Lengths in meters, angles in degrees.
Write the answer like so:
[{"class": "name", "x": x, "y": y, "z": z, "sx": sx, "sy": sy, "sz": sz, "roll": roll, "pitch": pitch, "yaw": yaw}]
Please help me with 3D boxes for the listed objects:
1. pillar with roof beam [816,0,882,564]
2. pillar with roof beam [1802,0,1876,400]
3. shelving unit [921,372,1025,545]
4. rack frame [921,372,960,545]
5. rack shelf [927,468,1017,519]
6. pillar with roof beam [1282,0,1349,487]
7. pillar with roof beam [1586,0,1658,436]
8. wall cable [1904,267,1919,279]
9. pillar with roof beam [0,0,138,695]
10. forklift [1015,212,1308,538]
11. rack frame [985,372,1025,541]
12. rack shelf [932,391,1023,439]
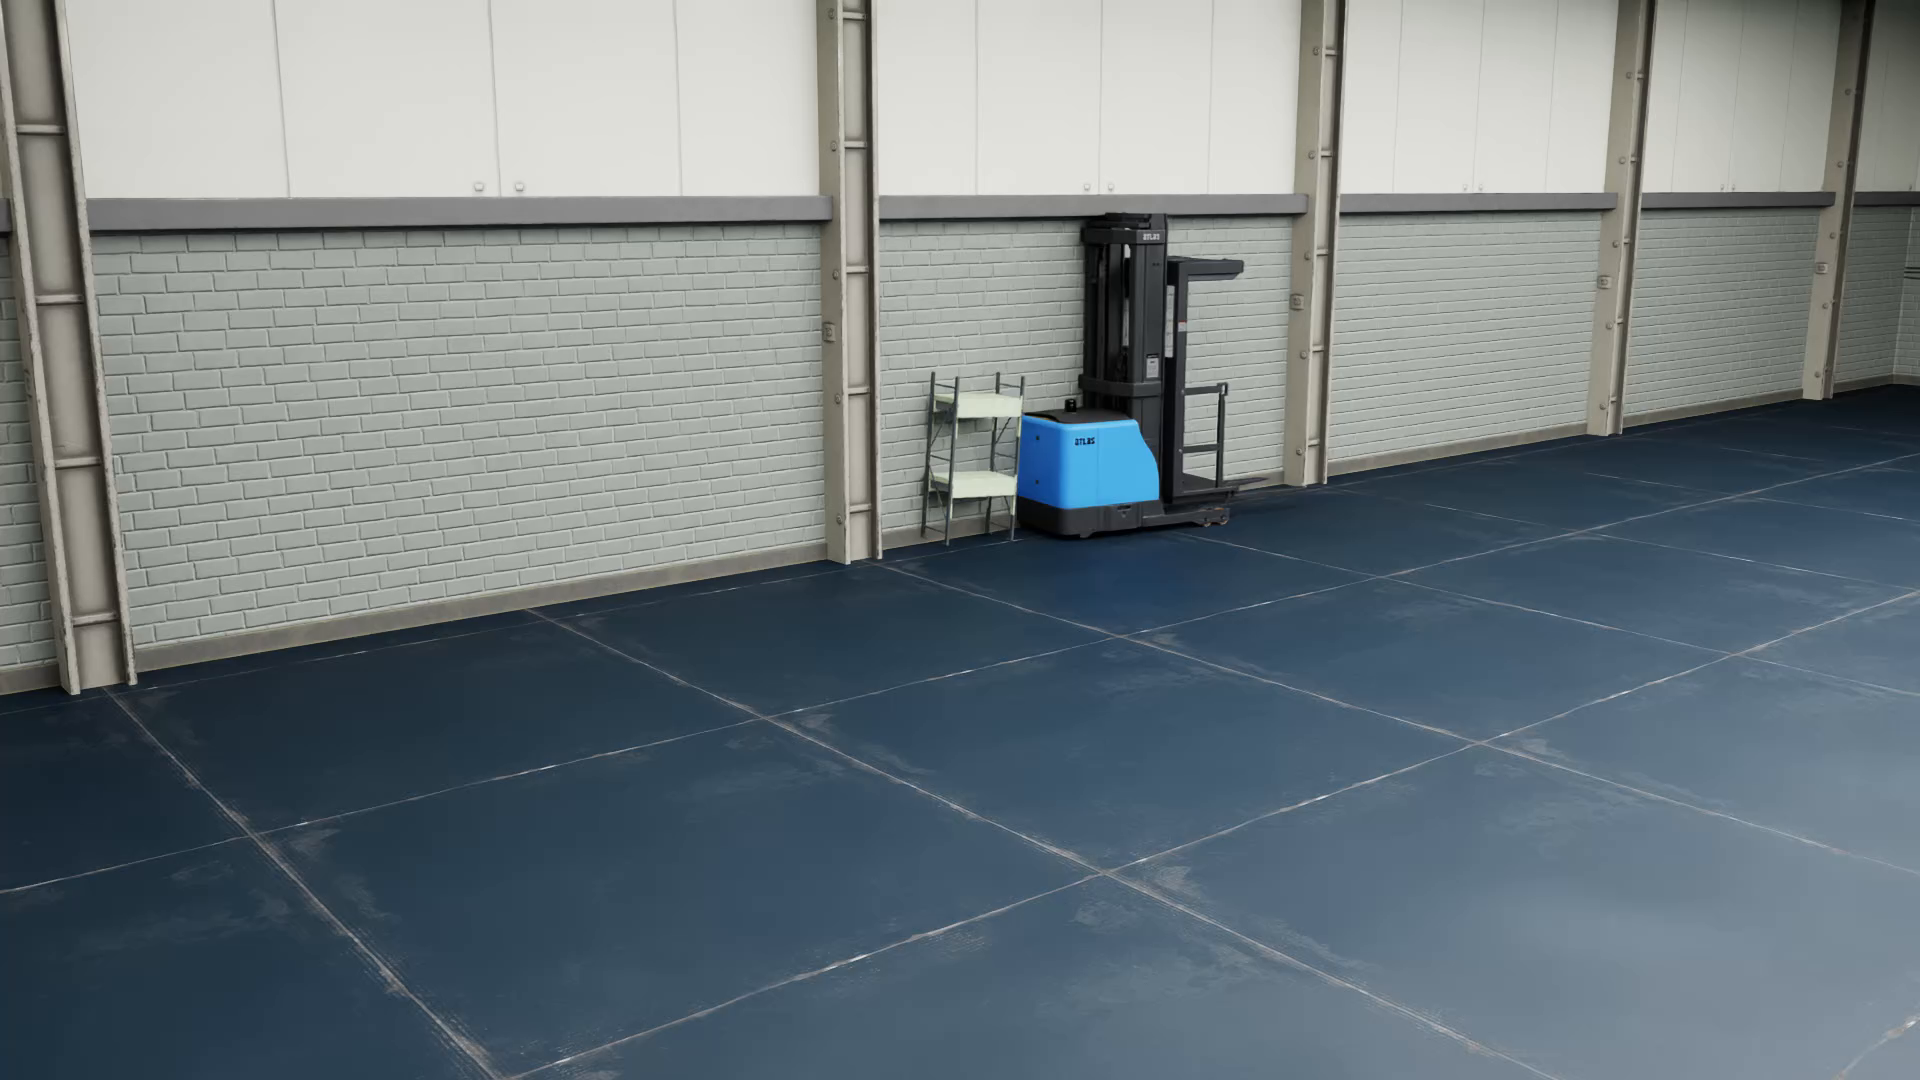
[{"class": "pillar with roof beam", "x": 1.765, "y": -3.544, "z": 10.278, "sx": 0.400, "sy": 9.000, "sz": 9.100, "roll": -9, "pitch": 15, "yaw": -38}, {"class": "pillar with roof beam", "x": 15.821, "y": -5.880, "z": 21.277, "sx": 0.400, "sy": 9.000, "sz": 9.100, "roll": -9, "pitch": 15, "yaw": -38}, {"class": "shelving unit", "x": 0.116, "y": -0.747, "z": 14.993, "sx": 0.755, "sy": 1.500, "sz": 0.431, "roll": -4, "pitch": 14, "yaw": -36}, {"class": "rack frame", "x": -0.178, "y": -0.725, "z": 14.776, "sx": 0.023, "sy": 1.500, "sz": 0.400, "roll": -4, "pitch": 14, "yaw": -36}, {"class": "rack shelf", "x": 0.094, "y": -0.427, "z": 15.055, "sx": 0.720, "sy": 0.370, "sz": 0.431, "roll": -4, "pitch": 14, "yaw": -36}, {"class": "pillar with roof beam", "x": 6.451, "y": -4.323, "z": 13.944, "sx": 0.400, "sy": 9.000, "sz": 9.100, "roll": -9, "pitch": 15, "yaw": -38}, {"class": "pillar with roof beam", "x": 11.136, "y": -5.102, "z": 17.611, "sx": 0.400, "sy": 9.000, "sz": 9.100, "roll": -9, "pitch": 15, "yaw": -38}, {"class": "wall cable", "x": 16.258, "y": -5.227, "z": 25.678, "sx": 0.112, "sy": 2.526, "sz": 3.097, "roll": -9, "pitch": 15, "yaw": -38}, {"class": "pillar with roof beam", "x": -2.920, "y": -2.766, "z": 6.611, "sx": 0.400, "sy": 9.000, "sz": 9.100, "roll": -9, "pitch": 15, "yaw": -38}, {"class": "forklift", "x": 2.004, "y": -1.648, "z": 15.955, "sx": 3.031, "sy": 2.935, "sz": 1.130, "roll": -7, "pitch": 14, "yaw": -28}, {"class": "rack frame", "x": 0.410, "y": -0.768, "z": 15.210, "sx": 0.023, "sy": 1.500, "sz": 0.400, "roll": -4, "pitch": 14, "yaw": -36}, {"class": "rack shelf", "x": 0.142, "y": -1.129, "z": 14.919, "sx": 0.720, "sy": 0.370, "sz": 0.431, "roll": -4, "pitch": 14, "yaw": -36}]
